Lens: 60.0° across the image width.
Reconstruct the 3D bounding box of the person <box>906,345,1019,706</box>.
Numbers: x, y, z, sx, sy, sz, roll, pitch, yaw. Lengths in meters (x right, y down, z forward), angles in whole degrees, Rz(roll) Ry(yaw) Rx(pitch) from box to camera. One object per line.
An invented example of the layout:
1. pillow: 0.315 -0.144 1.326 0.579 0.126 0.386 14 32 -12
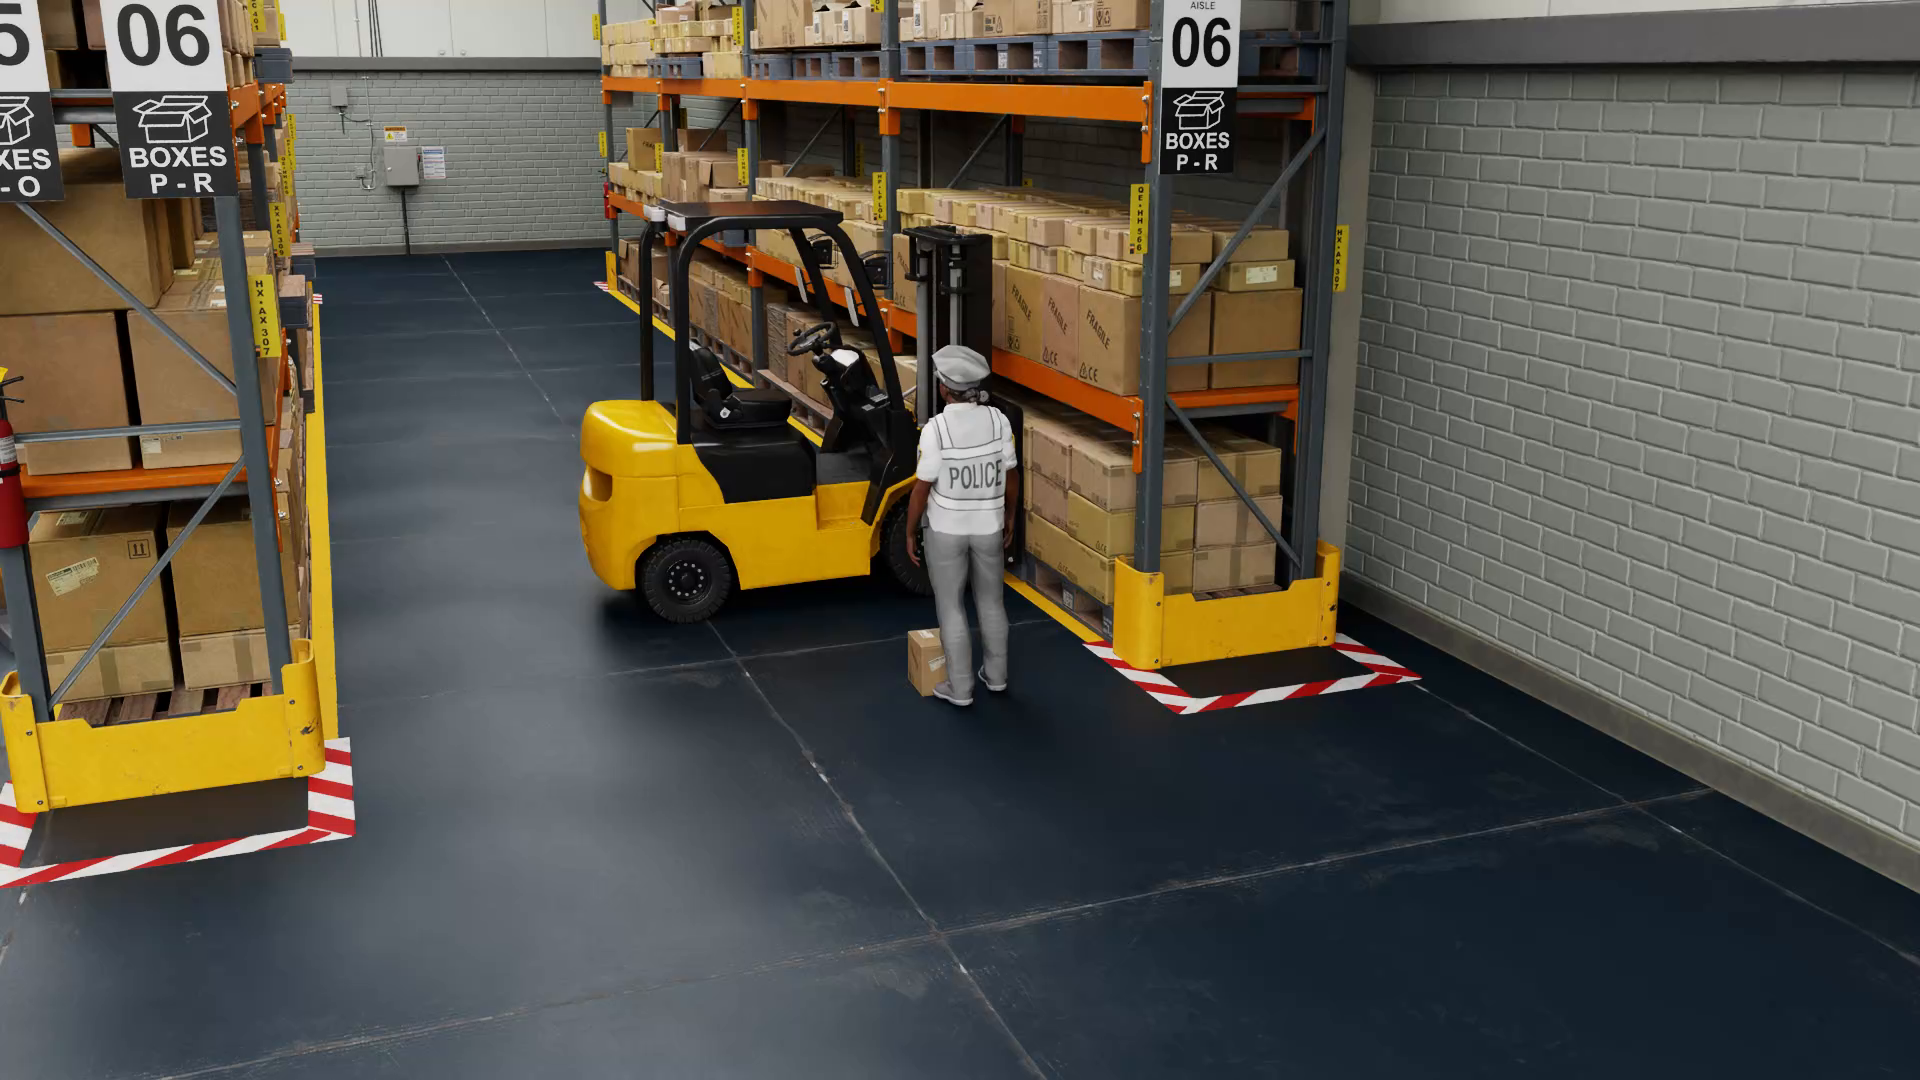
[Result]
1. person: 0.006 -0.069 7.675 0.569 1.696 0.528 -6 17 -20
